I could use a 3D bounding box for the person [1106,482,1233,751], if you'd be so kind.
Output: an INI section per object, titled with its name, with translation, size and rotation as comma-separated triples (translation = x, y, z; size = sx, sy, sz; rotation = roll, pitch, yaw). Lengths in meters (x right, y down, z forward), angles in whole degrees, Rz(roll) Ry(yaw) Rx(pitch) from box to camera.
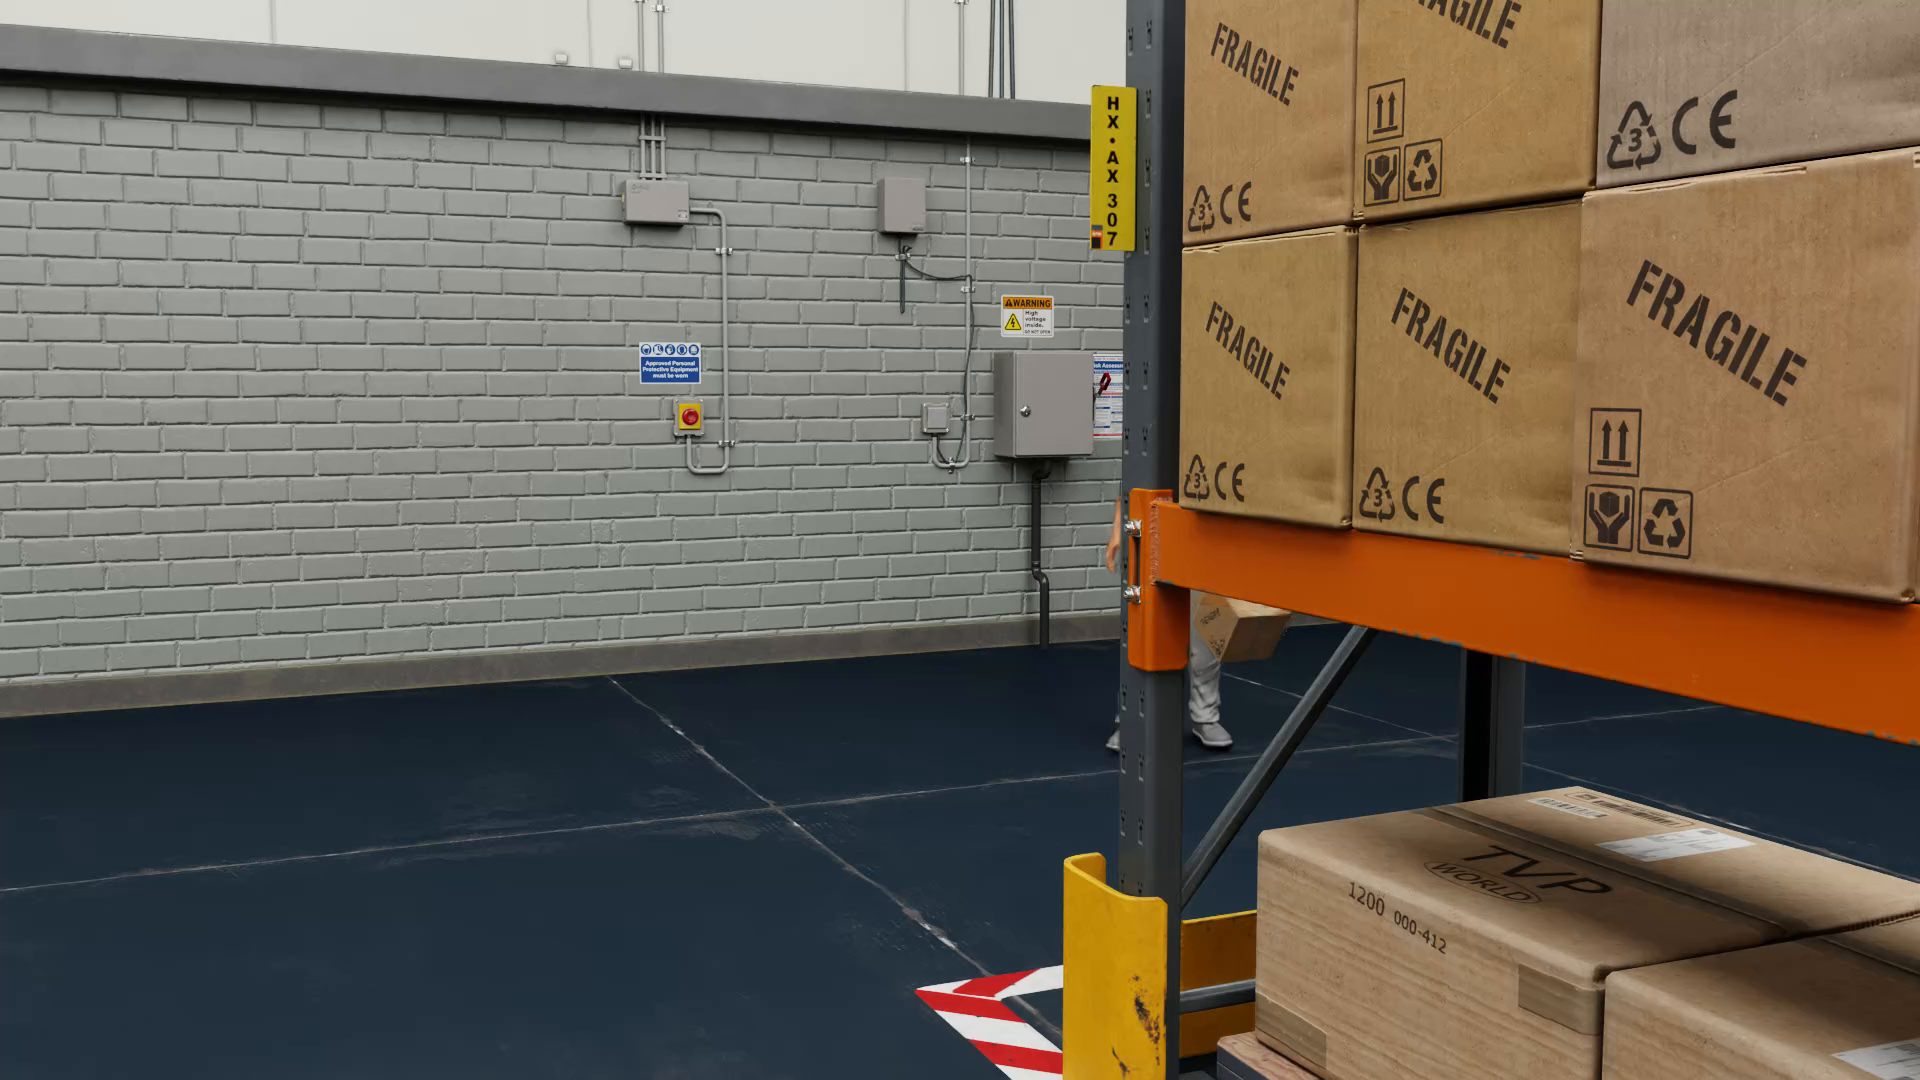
[person]
translation = 0.895, 0.040, 6.942
size = 0.559, 1.664, 0.540
rotation = 2, 6, 18
